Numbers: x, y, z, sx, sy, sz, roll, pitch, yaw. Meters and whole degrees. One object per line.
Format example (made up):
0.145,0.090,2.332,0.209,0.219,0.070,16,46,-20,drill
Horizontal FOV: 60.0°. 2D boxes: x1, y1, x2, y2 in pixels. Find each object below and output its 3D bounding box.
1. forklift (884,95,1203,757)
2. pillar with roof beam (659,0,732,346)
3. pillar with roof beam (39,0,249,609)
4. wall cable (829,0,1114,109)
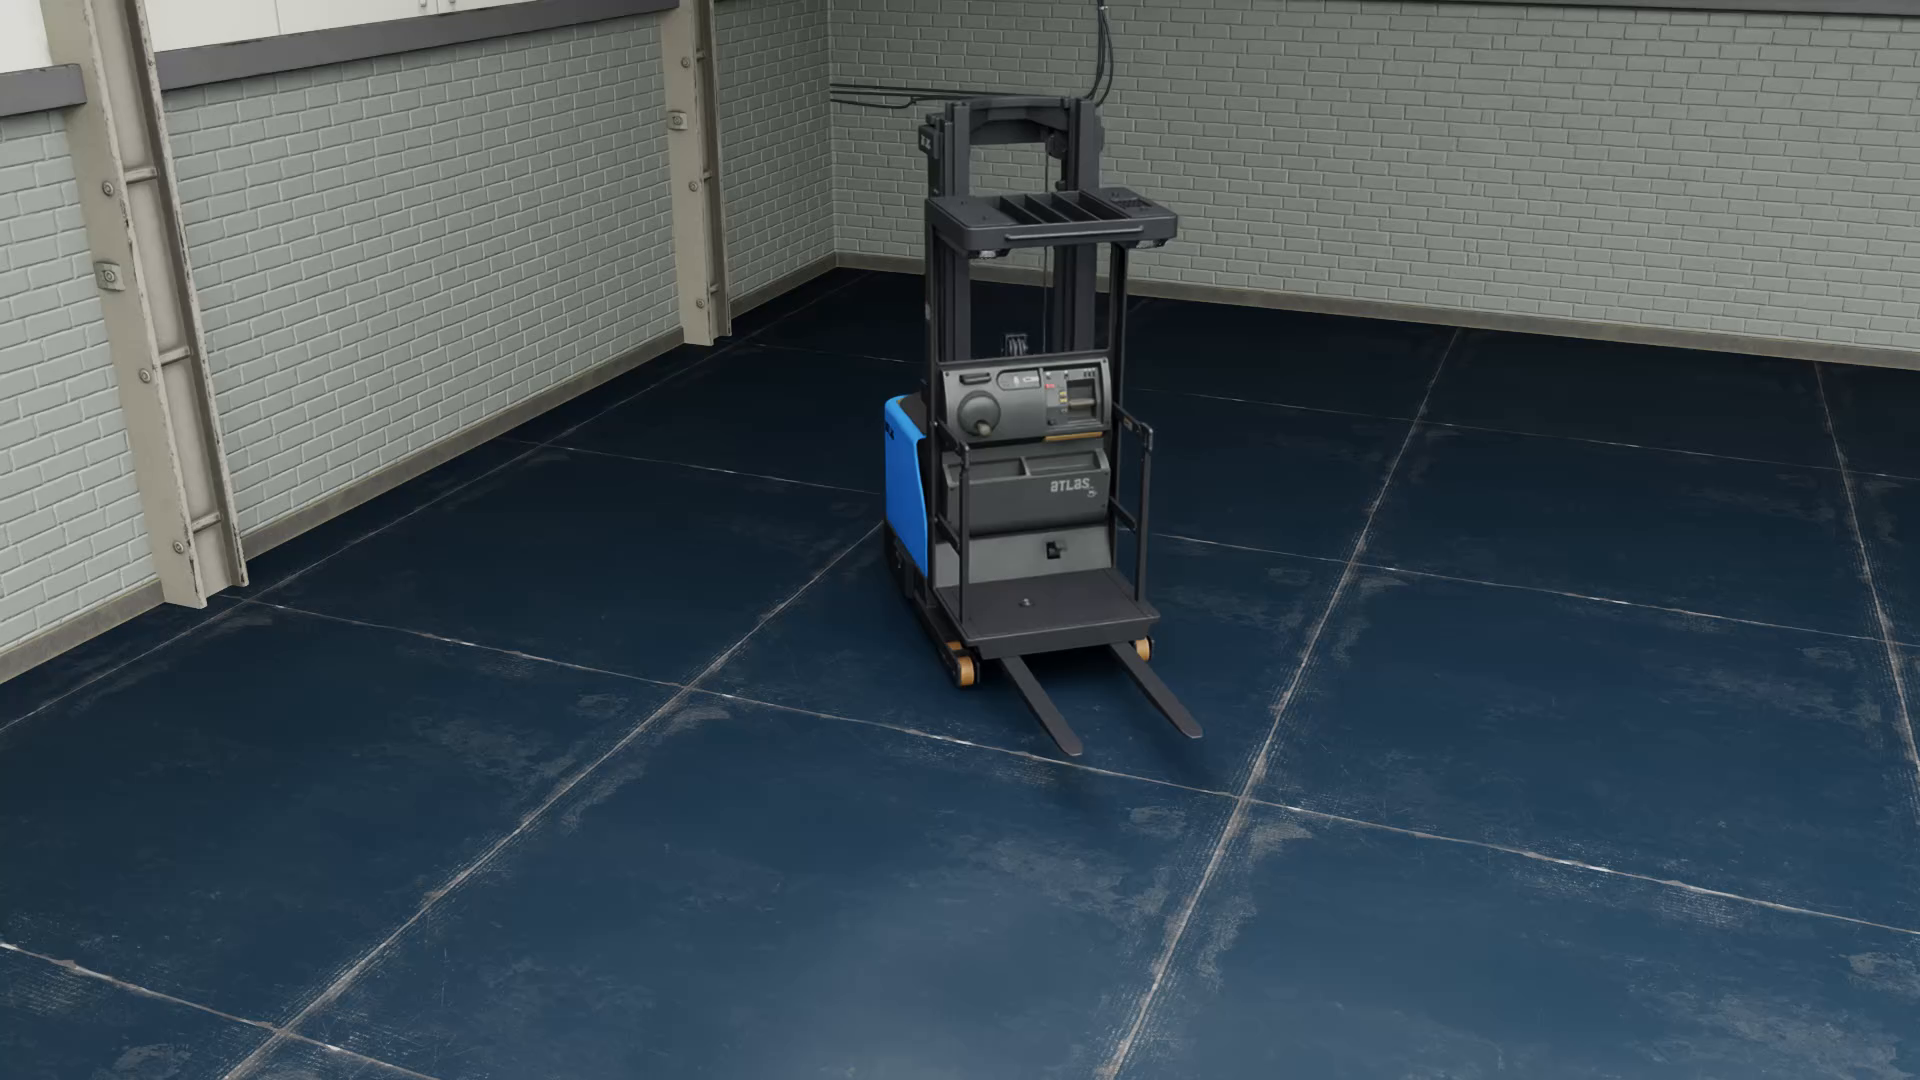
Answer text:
0.423,-0.736,8.708,1.130,2.935,3.031,-6,23,-15,forklift
1.691,-5.370,11.932,9.100,9.000,0.400,9,24,20,pillar with roof beam
-0.538,-3.223,6.791,9.100,9.000,0.400,9,24,20,pillar with roof beam
0.016,-5.419,16.076,3.097,2.526,0.112,9,24,20,wall cable
